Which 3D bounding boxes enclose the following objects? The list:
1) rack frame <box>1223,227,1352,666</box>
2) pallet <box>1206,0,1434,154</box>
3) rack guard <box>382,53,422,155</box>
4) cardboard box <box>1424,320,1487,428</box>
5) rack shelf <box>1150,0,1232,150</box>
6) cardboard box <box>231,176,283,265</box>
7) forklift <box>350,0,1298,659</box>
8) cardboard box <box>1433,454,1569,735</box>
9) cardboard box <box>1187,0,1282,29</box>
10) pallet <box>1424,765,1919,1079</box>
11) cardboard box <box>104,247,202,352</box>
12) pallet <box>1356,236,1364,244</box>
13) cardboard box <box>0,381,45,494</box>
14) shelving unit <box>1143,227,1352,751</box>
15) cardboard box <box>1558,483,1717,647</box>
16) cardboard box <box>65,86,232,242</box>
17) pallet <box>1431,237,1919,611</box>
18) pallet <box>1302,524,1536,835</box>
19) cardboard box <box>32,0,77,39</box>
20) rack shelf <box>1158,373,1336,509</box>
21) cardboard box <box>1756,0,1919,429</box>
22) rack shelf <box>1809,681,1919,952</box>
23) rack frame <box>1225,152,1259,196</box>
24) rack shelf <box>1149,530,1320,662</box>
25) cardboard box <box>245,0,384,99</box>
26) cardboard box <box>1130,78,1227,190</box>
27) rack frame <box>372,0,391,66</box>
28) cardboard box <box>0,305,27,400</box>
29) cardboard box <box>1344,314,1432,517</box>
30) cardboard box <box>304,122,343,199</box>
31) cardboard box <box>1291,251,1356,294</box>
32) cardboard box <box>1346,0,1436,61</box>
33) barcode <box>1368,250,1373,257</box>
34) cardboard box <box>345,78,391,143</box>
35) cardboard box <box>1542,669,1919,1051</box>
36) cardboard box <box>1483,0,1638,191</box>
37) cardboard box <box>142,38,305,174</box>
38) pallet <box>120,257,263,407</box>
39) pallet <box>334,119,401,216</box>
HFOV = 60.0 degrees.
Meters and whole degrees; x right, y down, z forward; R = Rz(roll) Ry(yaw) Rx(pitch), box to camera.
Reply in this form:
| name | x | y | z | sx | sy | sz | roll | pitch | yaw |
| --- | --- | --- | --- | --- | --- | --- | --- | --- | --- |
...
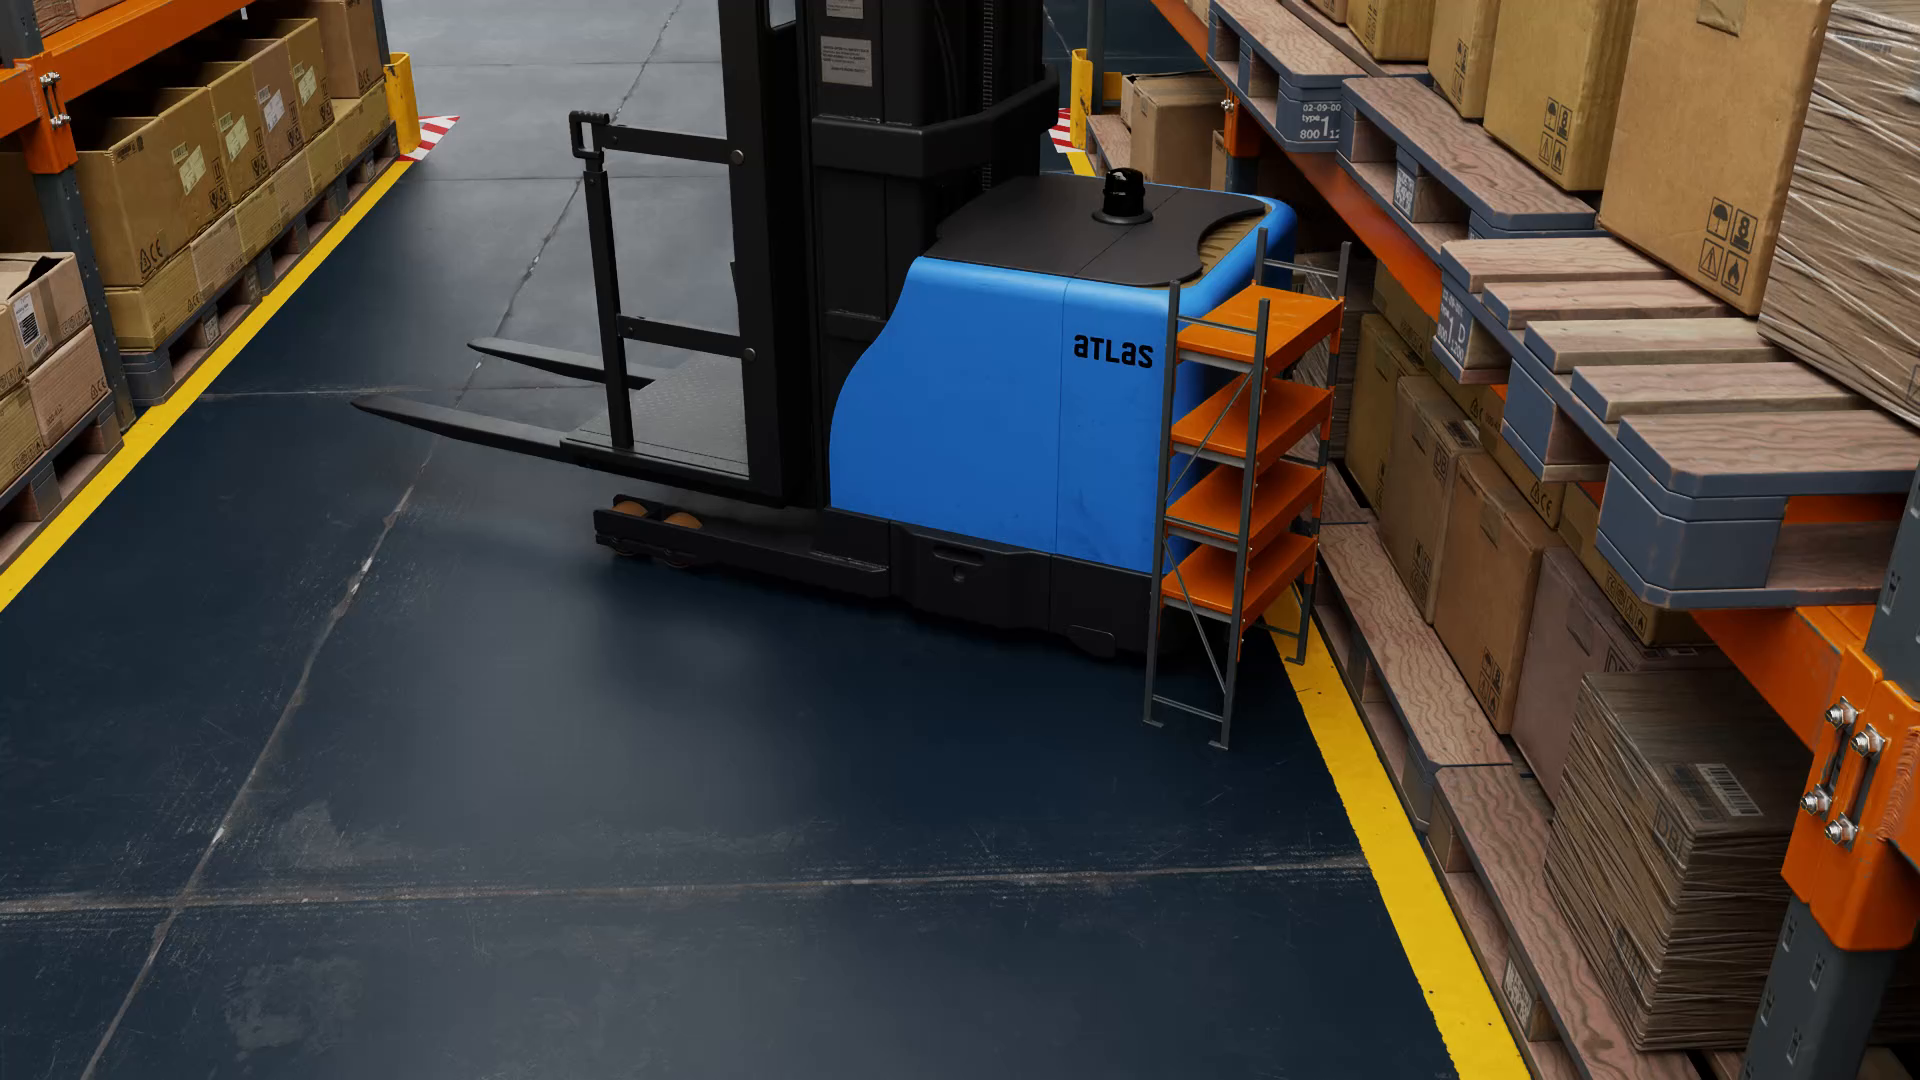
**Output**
| name | x | y | z | sx | sy | sz | roll | pitch | yaw |
| --- | --- | --- | --- | --- | --- | --- | --- | --- | --- |
| rack frame | 0.848 | -0.218 | 4.370 | 0.240 | 1.200 | 0.015 | 17 | 32 | 29 |
| pallet | 1.335 | -1.405 | 4.908 | 1.003 | 0.211 | 1.213 | -1 | 28 | -3 |
| rack guard | -3.716 | -2.475 | 9.455 | 1.175 | 0.500 | 0.348 | -1 | 28 | -3 |
| cardboard box | 1.553 | -0.483 | 4.348 | 0.500 | 0.250 | 0.500 | -2 | 28 | -4 |
| rack shelf | 1.336 | -2.451 | 7.484 | 1.077 | 0.370 | 4.000 | -1 | 28 | -3 |
| cardboard box | -3.269 | -1.376 | 7.163 | 0.500 | 0.250 | 0.500 | -1 | 28 | -3 |
| forklift | -0.568 | -1.420 | 4.803 | 3.031 | 2.935 | 1.130 | 12 | 30 | 22 |
| cardboard box | 1.595 | 0.113 | 4.016 | 0.700 | 0.500 | 0.500 | -2 | 28 | -3 |
| cardboard box | 1.113 | -2.000 | 5.982 | 0.500 | 0.250 | 0.500 | -1 | 28 | -3 |
| pallet | 1.610 | 0.876 | 3.342 | 1.003 | 0.211 | 1.213 | -1 | 28 | -3 |
| cardboard box | -3.227 | -0.914 | 6.277 | 0.500 | 0.250 | 0.500 | -1 | 28 | -3 |
| pallet | 1.304 | -1.484 | 7.867 | 1.003 | 0.211 | 1.213 | -1 | 28 | -3 |
| cardboard box | -3.170 | -0.274 | 5.051 | 0.500 | 0.250 | 0.500 | -2 | 28 | -3 |
| shelving unit | 0.715 | -0.123 | 4.188 | 0.258 | 1.200 | 0.503 | 17 | 32 | 29 |
| cardboard box | 1.593 | -0.014 | 3.450 | 0.500 | 0.250 | 0.500 | -1 | 28 | -2 |
| cardboard box | -3.252 | -1.477 | 6.547 | 0.500 | 0.500 | 0.500 | -1 | 28 | -3 |
| pallet | 1.506 | -0.241 | 2.675 | 1.213 | 0.211 | 1.003 | -1 | 28 | -3 |
| pallet | 1.550 | 0.314 | 4.419 | 1.003 | 0.211 | 1.213 | -1 | 28 | -3 |
| cardboard box | -3.535 | -1.974 | 5.683 | 0.700 | 0.500 | 0.500 | -2 | 28 | -4 |
| rack shelf | 0.715 | -0.262 | 4.116 | 0.258 | 0.148 | 0.480 | 17 | 32 | 29 |
| cardboard box | 1.615 | -0.455 | 2.296 | 0.700 | 0.500 | 0.500 | -5 | 28 | -9 |
| rack shelf | 1.754 | 1.243 | 0.400 | 1.077 | 0.370 | 4.000 | -1 | 28 | -3 |
| rack frame | 1.441 | -1.846 | 5.547 | 1.000 | 3.000 | 0.127 | -1 | 28 | -3 |
| rack shelf | 0.715 | 0.113 | 4.311 | 0.258 | 0.148 | 0.480 | 17 | 32 | 29 |
| cardboard box | -3.390 | -2.631 | 8.760 | 0.500 | 0.500 | 0.500 | -1 | 28 | -3 |
| cardboard box | 1.196 | -1.855 | 7.791 | 0.700 | 0.500 | 0.500 | -3 | 28 | -6 |
| rack frame | -3.715 | -3.572 | 8.856 | 1.000 | 3.000 | 0.127 | -1 | 28 | -3 |
| cardboard box | -3.165 | -0.521 | 4.917 | 0.500 | 0.311 | 0.500 | -1 | 28 | -1 |
| cardboard box | 1.573 | -0.356 | 4.917 | 0.700 | 0.500 | 0.500 | -2 | 28 | -4 |
| cardboard box | -3.326 | -1.837 | 8.049 | 0.500 | 0.250 | 0.500 | -1 | 28 | -3 |
| cardboard box | 1.383 | -1.032 | 6.572 | 0.380 | 0.166 | 0.250 | -5 | 28 | -9 |
| cardboard box | 1.455 | -1.592 | 4.474 | 0.700 | 0.500 | 0.500 | 1 | 28 | 3 |
| barcode | 1.696 | -1.209 | 6.854 | 0.001 | 0.075 | 0.075 | -1 | 28 | -3 |
| cardboard box | -3.392 | -2.299 | 8.933 | 0.500 | 0.250 | 0.500 | -1 | 28 | -3 |
| cardboard box | 1.560 | 0.583 | 3.116 | 0.700 | 0.500 | 0.500 | -1 | 28 | -2 |
| cardboard box | 1.528 | -1.030 | 3.398 | 0.700 | 0.500 | 0.500 | -1 | 28 | -3 |
| cardboard box | -3.298 | -1.939 | 7.432 | 0.500 | 0.500 | 0.500 | -1 | 28 | -3 |
| pallet | -3.506 | -0.857 | 6.665 | 1.003 | 0.211 | 1.213 | -1 | 28 | -3 |
| pallet | -3.633 | -1.984 | 8.825 | 1.003 | 0.211 | 1.213 | -1 | 28 | -3 |
